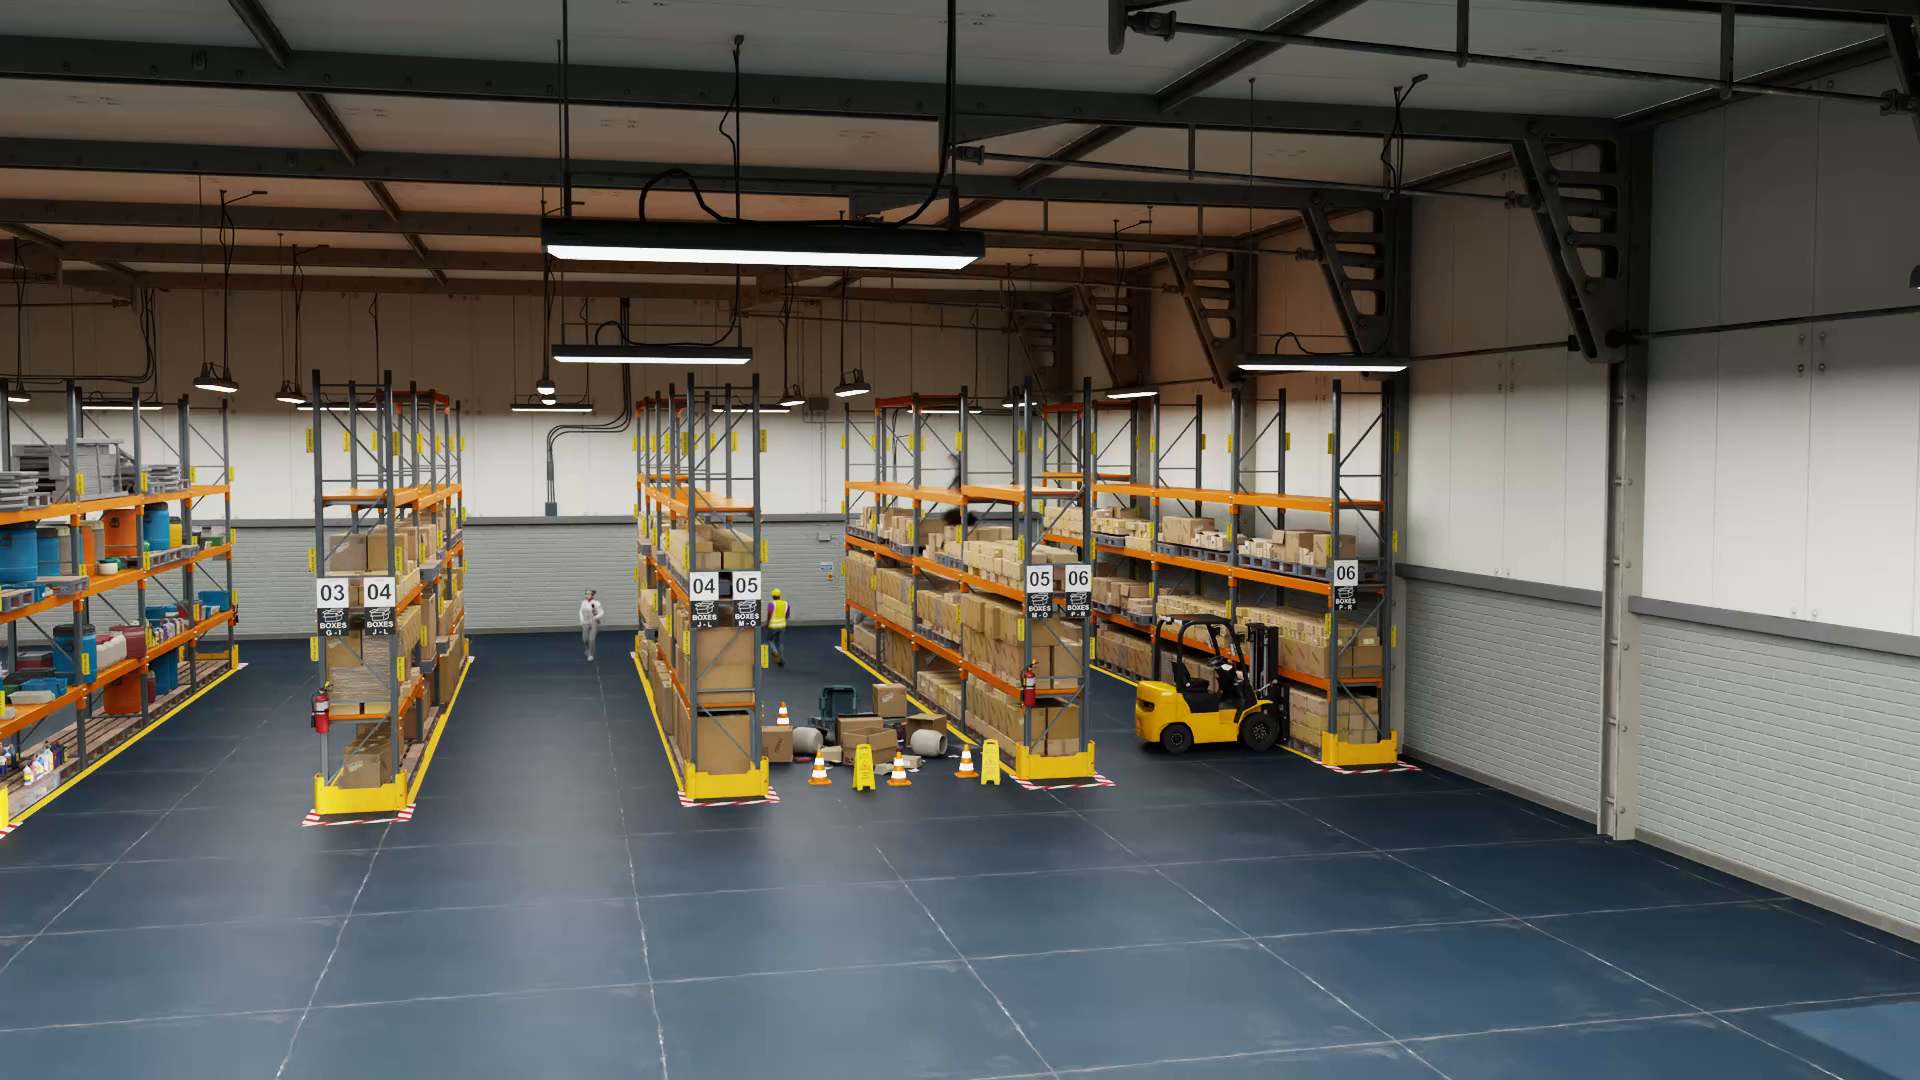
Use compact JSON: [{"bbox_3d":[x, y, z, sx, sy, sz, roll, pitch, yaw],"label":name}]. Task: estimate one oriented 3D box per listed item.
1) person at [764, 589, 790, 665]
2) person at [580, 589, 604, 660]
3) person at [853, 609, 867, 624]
[{"bbox_3d":[-4.169,1.959,37.586,0.682,1.716,0.700,-2,4,-36],"label":"person"},{"bbox_3d":[-8.560,1.954,38.535,0.604,1.668,0.566,0,3,4],"label":"person"},{"bbox_3d":[-2.446,1.715,41.992,0.687,1.728,0.699,-1,4,-22],"label":"person"}]
